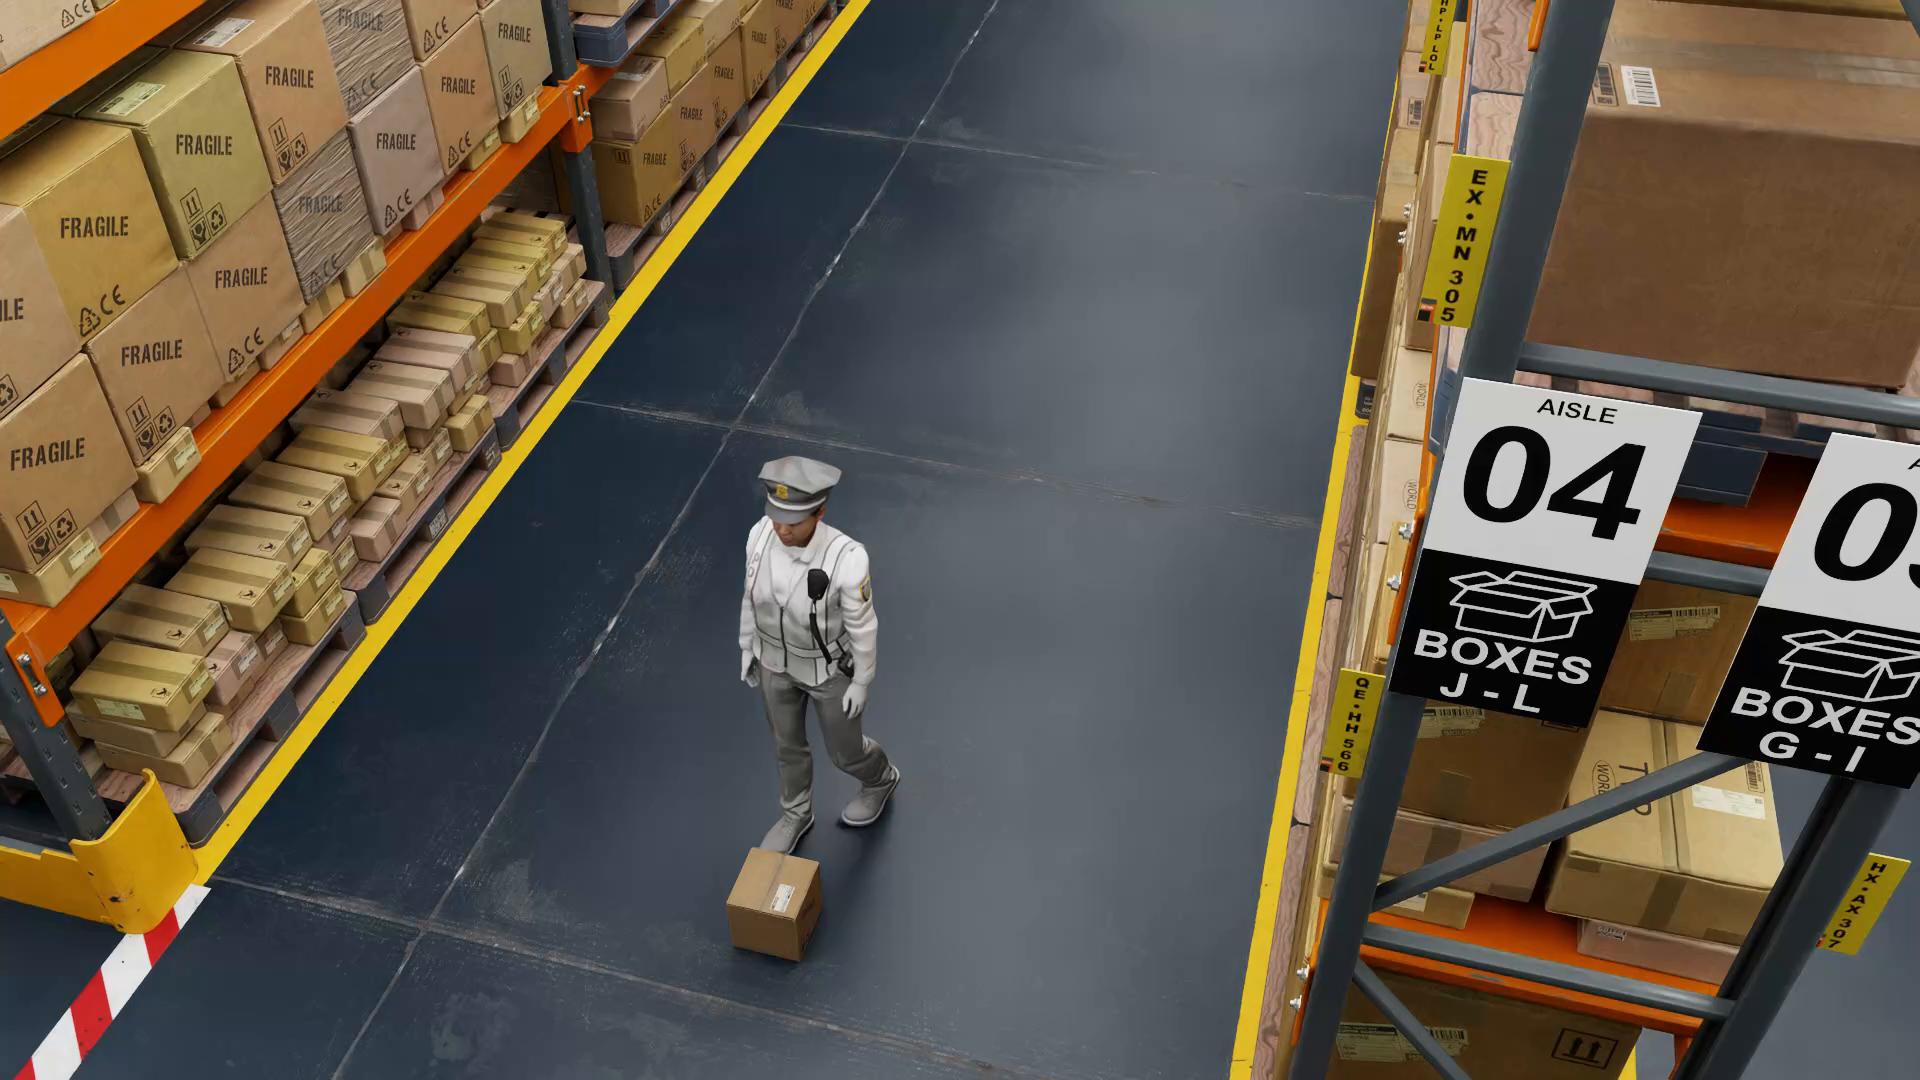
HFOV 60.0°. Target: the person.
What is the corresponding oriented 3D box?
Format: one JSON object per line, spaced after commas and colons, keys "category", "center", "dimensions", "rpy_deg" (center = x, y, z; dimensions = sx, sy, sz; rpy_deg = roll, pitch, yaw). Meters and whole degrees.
{"category": "person", "center": [-0.525, 0.417, 5.657], "dimensions": [0.497, 1.688, 0.561], "rpy_deg": [18, 44, 19]}
